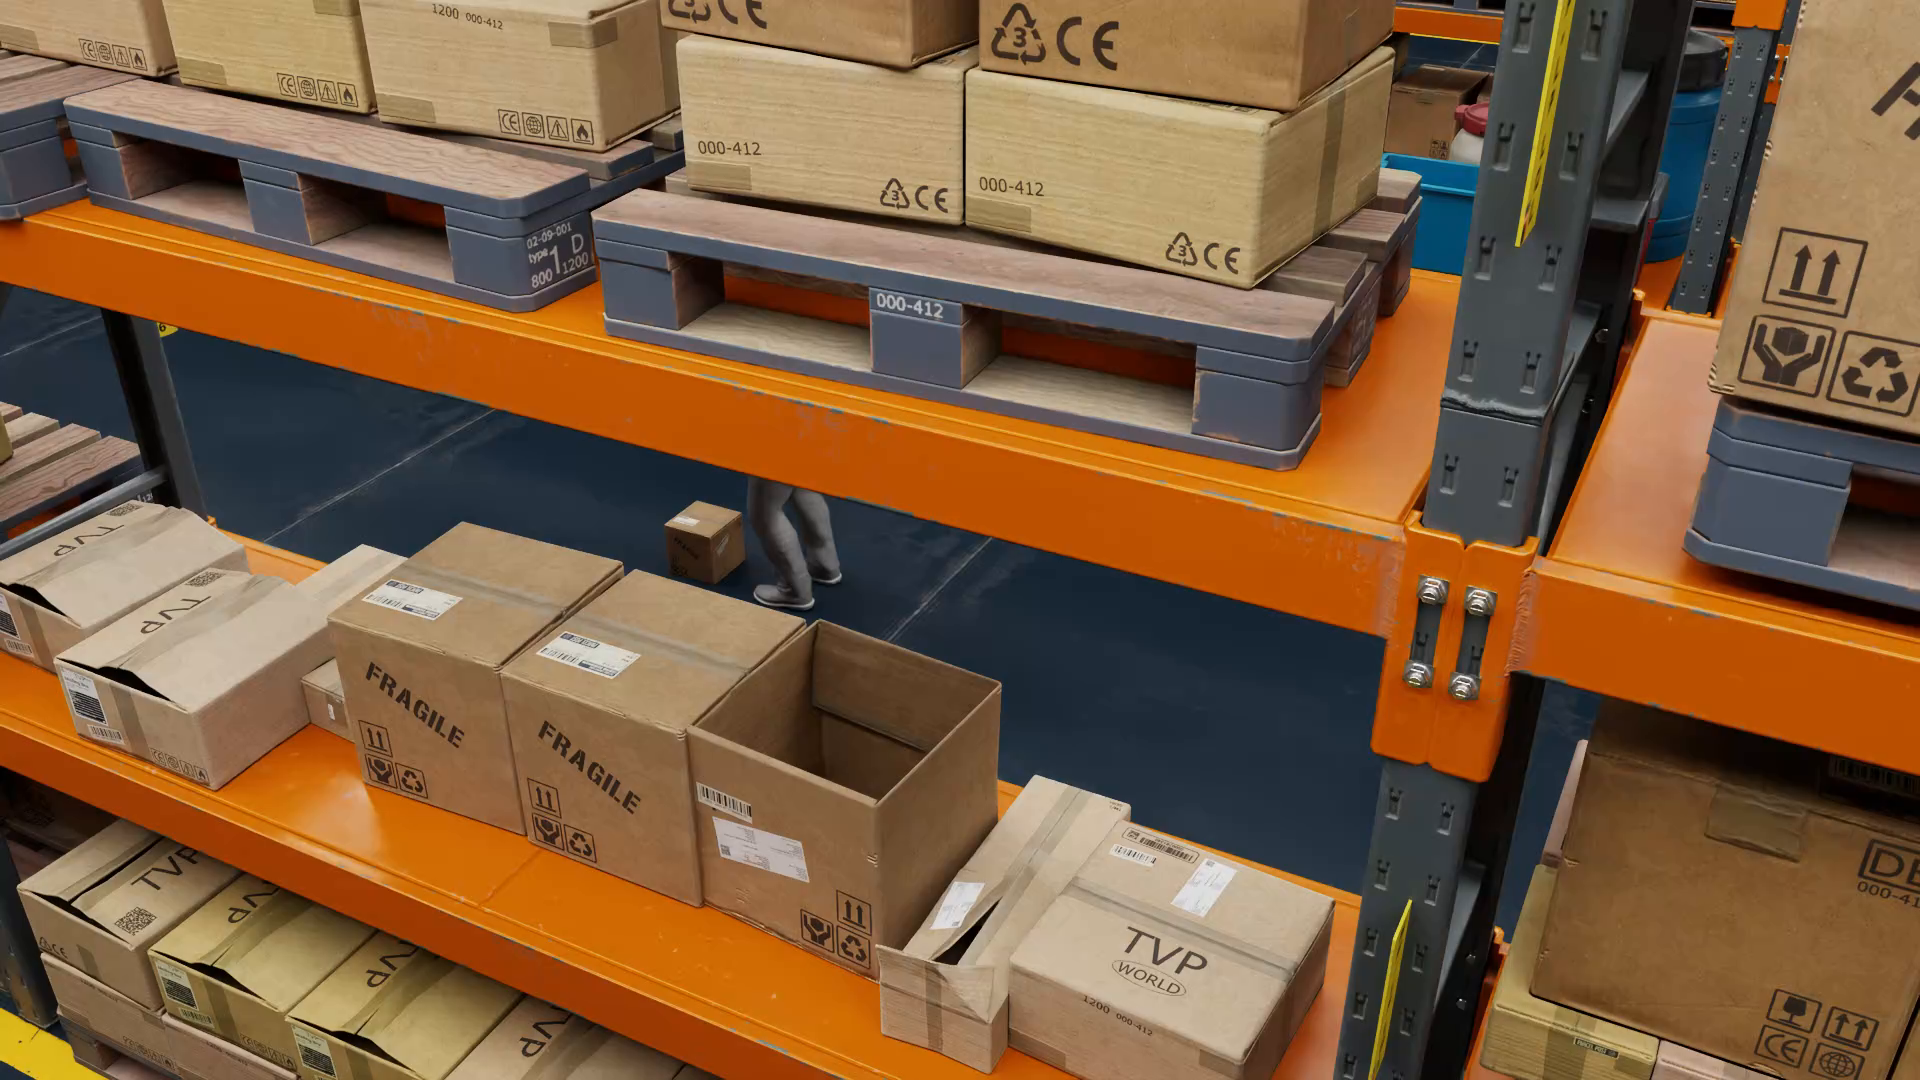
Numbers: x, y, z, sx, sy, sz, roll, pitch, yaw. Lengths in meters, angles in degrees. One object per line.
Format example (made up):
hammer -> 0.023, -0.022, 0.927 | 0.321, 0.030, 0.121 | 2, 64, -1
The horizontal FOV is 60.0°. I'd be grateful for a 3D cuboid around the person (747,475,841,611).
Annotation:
person -> -0.741, -0.466, 6.969 | 0.410, 1.636, 0.450 | 15, 34, 24
